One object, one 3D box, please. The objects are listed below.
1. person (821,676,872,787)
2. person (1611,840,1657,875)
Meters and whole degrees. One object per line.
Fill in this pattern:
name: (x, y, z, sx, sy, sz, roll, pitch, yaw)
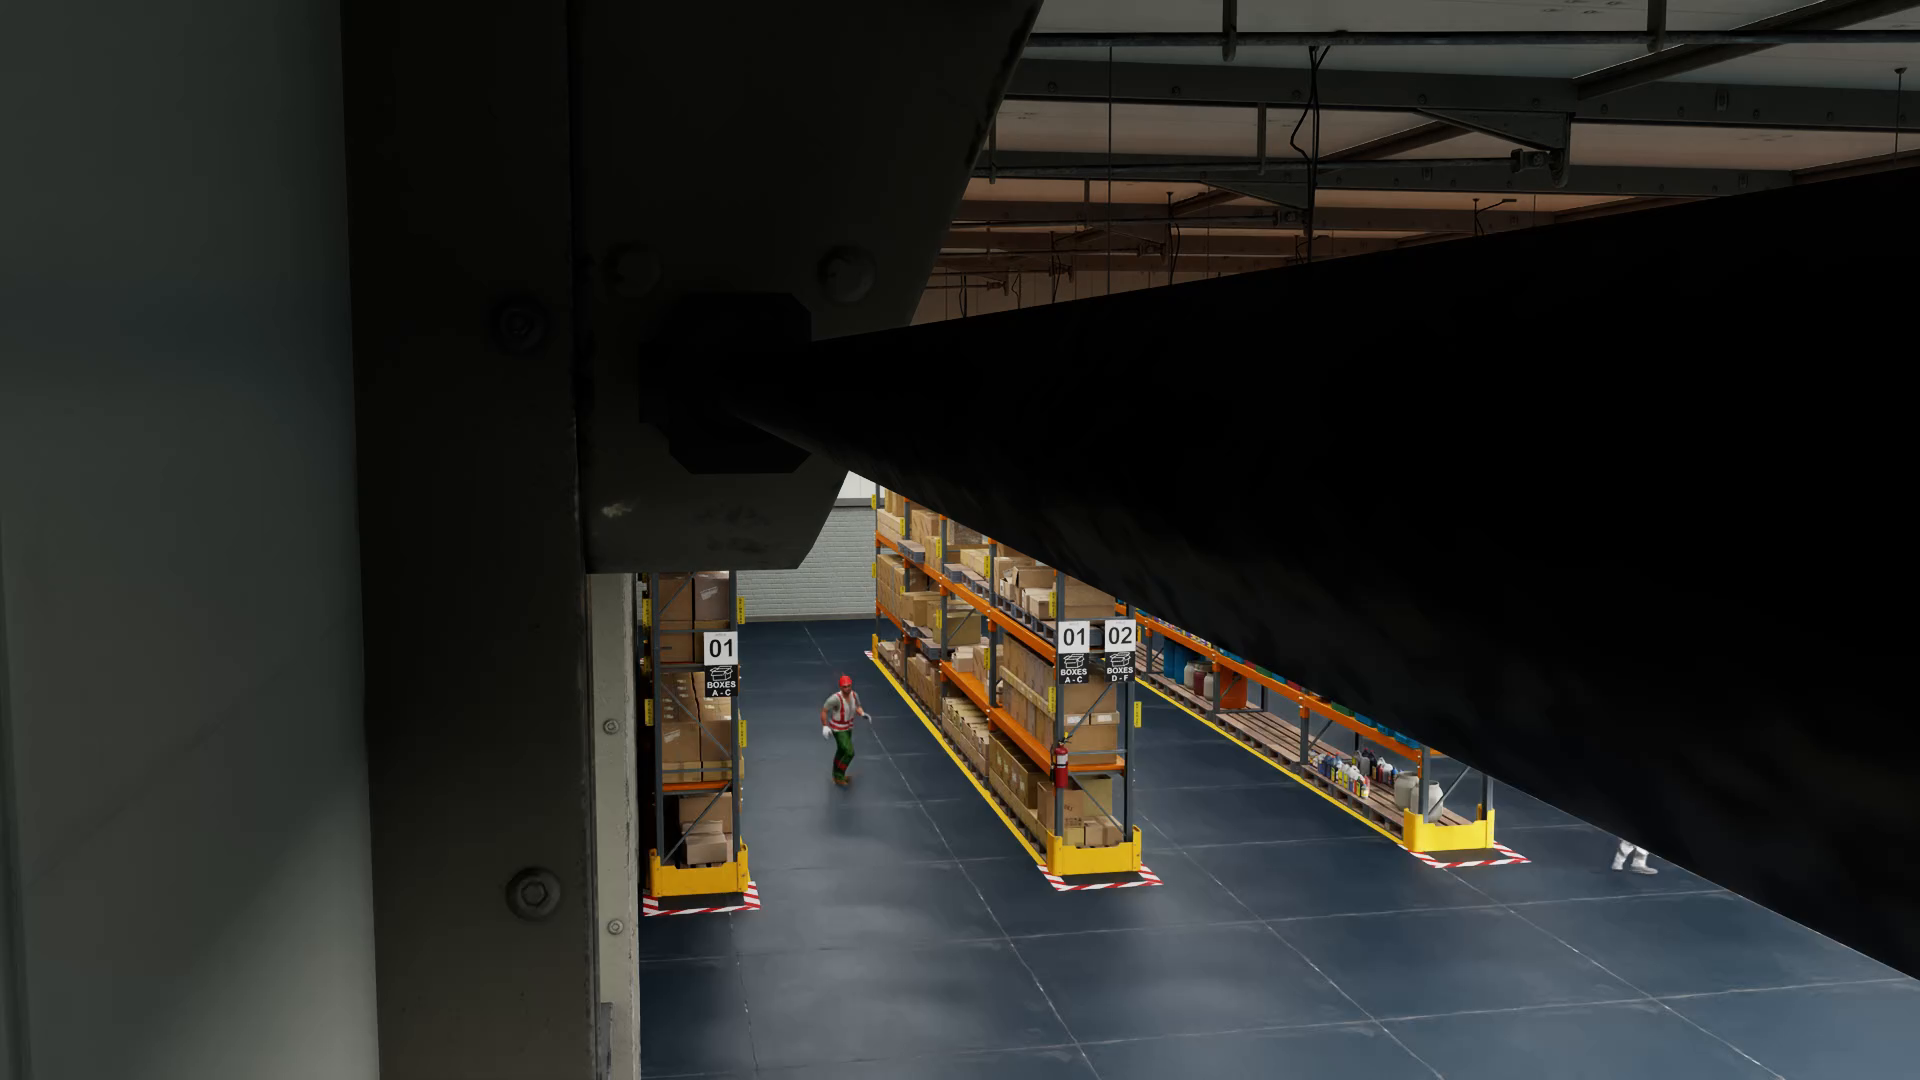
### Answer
person: (-1.734, 2.905, 25.345, 0.813, 1.738, 0.681, 3, 7, 30)
person: (8.517, 3.310, 20.869, 0.655, 1.767, 0.488, -5, 7, -38)
